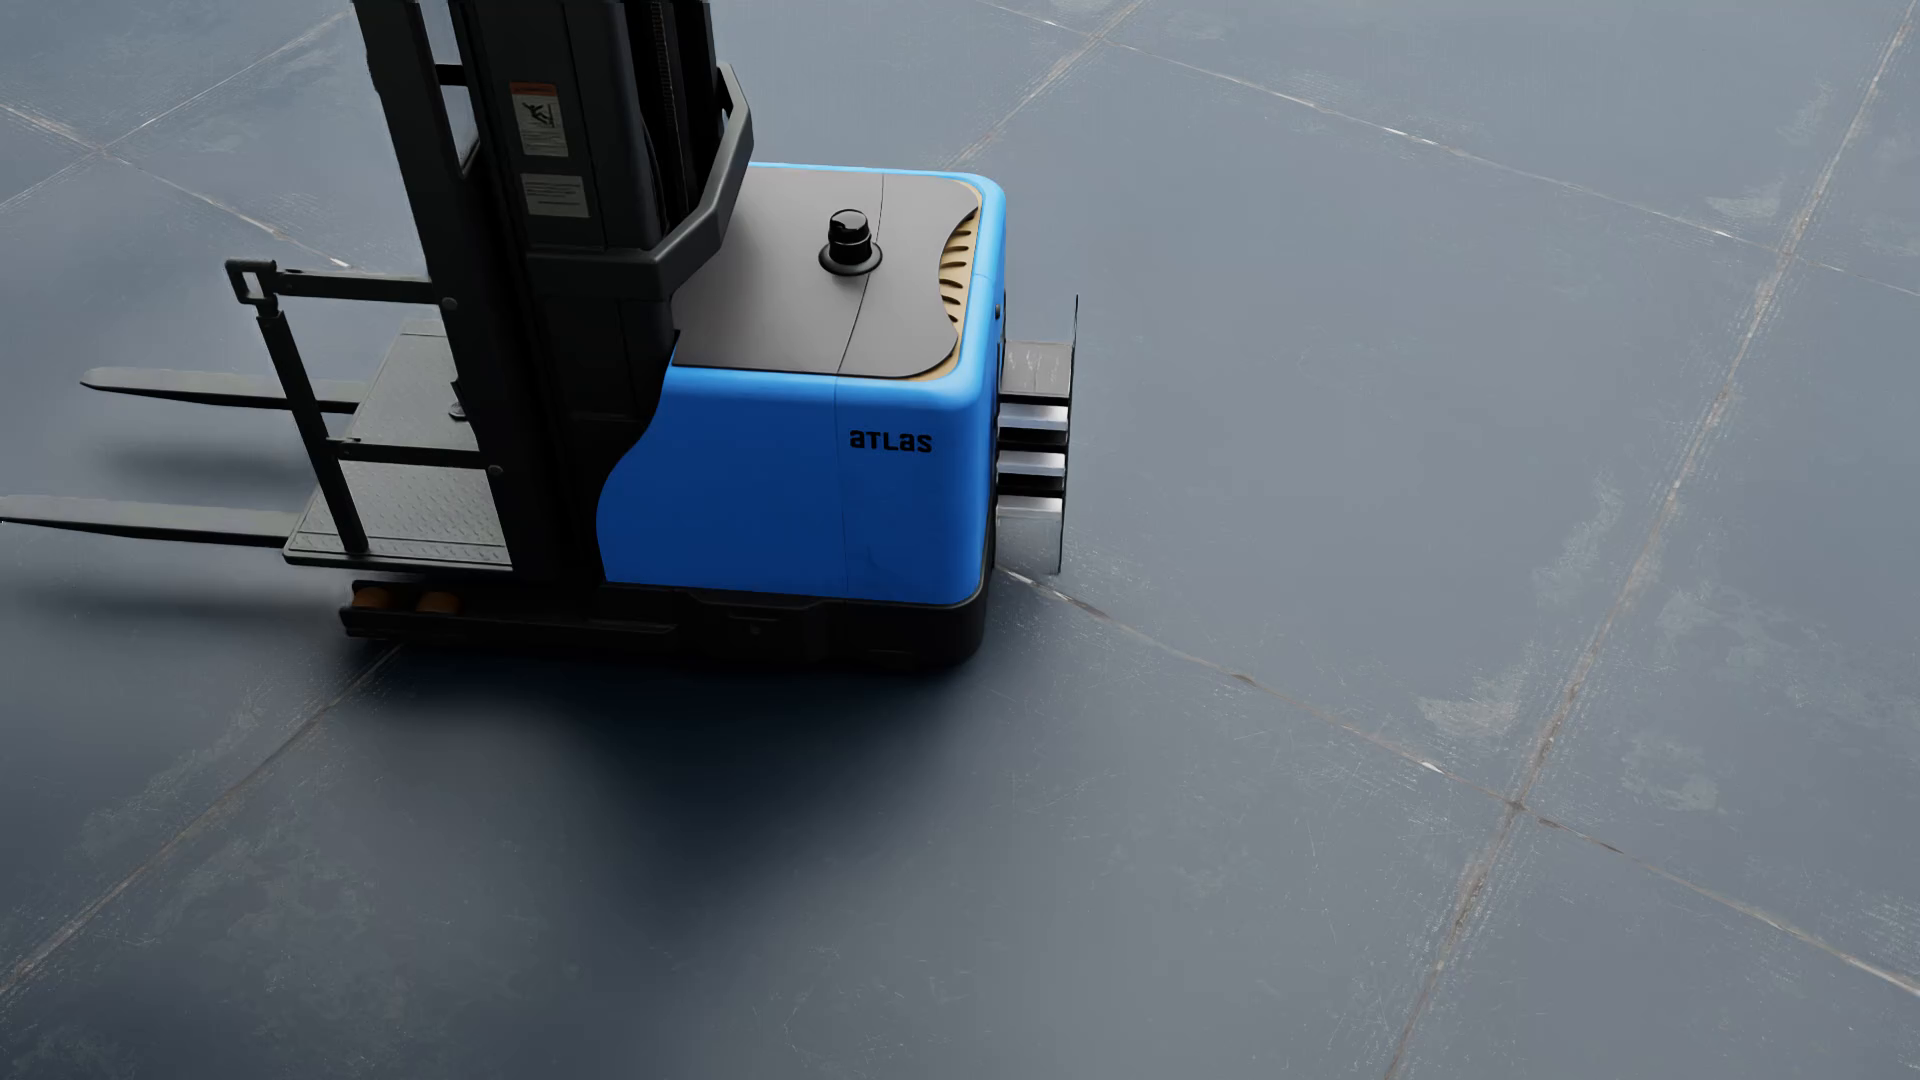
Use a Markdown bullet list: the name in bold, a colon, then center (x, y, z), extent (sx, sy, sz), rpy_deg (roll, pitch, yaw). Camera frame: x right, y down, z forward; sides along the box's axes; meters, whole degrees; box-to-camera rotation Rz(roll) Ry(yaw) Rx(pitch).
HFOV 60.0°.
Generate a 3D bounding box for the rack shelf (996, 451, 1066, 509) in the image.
- **rack shelf**: center (0.217, -0.214, 5.005), extent (0.200, 0.077, 0.258), rpy_deg (4, 46, 4)

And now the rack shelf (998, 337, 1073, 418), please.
- **rack shelf**: center (0.217, -0.465, 4.747), extent (0.200, 0.077, 0.258), rpy_deg (4, 46, 4)

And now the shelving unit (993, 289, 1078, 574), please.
- **shelving unit**: center (0.217, -0.300, 4.917), extent (0.210, 0.900, 0.258), rpy_deg (4, 46, 4)

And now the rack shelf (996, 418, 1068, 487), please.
- **rack shelf**: center (0.217, -0.276, 4.941), extent (0.200, 0.077, 0.258), rpy_deg (4, 46, 4)

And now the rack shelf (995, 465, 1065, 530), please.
- **rack shelf**: center (0.217, -0.151, 5.070), extent (0.200, 0.077, 0.258), rpy_deg (4, 46, 4)

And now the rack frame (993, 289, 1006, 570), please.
- **rack frame**: center (0.116, -0.307, 4.923), extent (0.006, 0.900, 0.240), rpy_deg (4, 46, 4)

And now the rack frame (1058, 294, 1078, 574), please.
- **rack frame**: center (0.318, -0.293, 4.910), extent (0.006, 0.900, 0.240), rpy_deg (4, 46, 4)

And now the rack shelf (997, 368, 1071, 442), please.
- **rack shelf**: center (0.217, -0.402, 4.811), extent (0.200, 0.077, 0.258), rpy_deg (4, 46, 4)

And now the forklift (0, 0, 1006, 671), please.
- **forklift**: center (-1.403, -1.083, 4.261), extent (3.031, 2.935, 1.130), rpy_deg (4, 46, 4)

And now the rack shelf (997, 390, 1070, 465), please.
- **rack shelf**: center (0.217, -0.339, 4.876), extent (0.200, 0.077, 0.258), rpy_deg (4, 46, 4)
